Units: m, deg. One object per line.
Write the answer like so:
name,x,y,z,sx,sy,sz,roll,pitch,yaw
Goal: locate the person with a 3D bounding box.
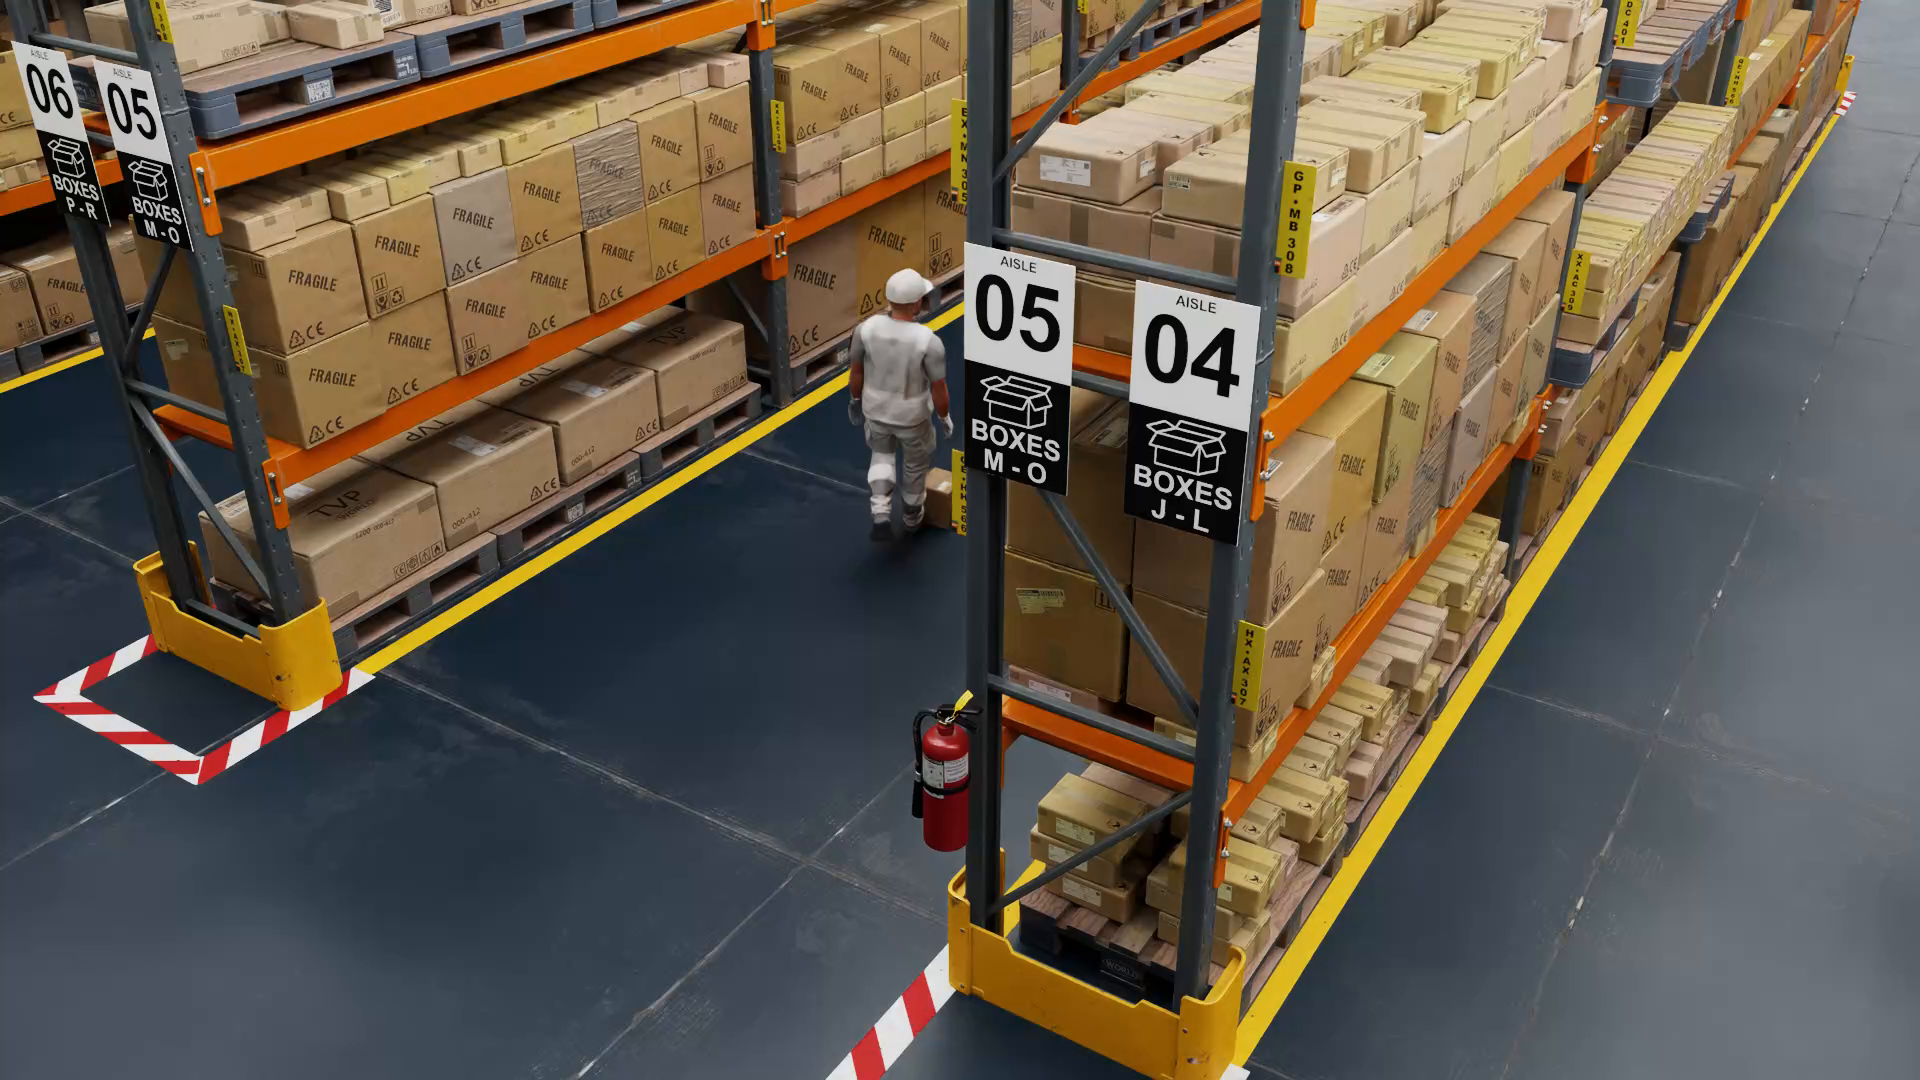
person,-0.319,-0.766,9.474,0.621,1.763,0.734,9,31,15
